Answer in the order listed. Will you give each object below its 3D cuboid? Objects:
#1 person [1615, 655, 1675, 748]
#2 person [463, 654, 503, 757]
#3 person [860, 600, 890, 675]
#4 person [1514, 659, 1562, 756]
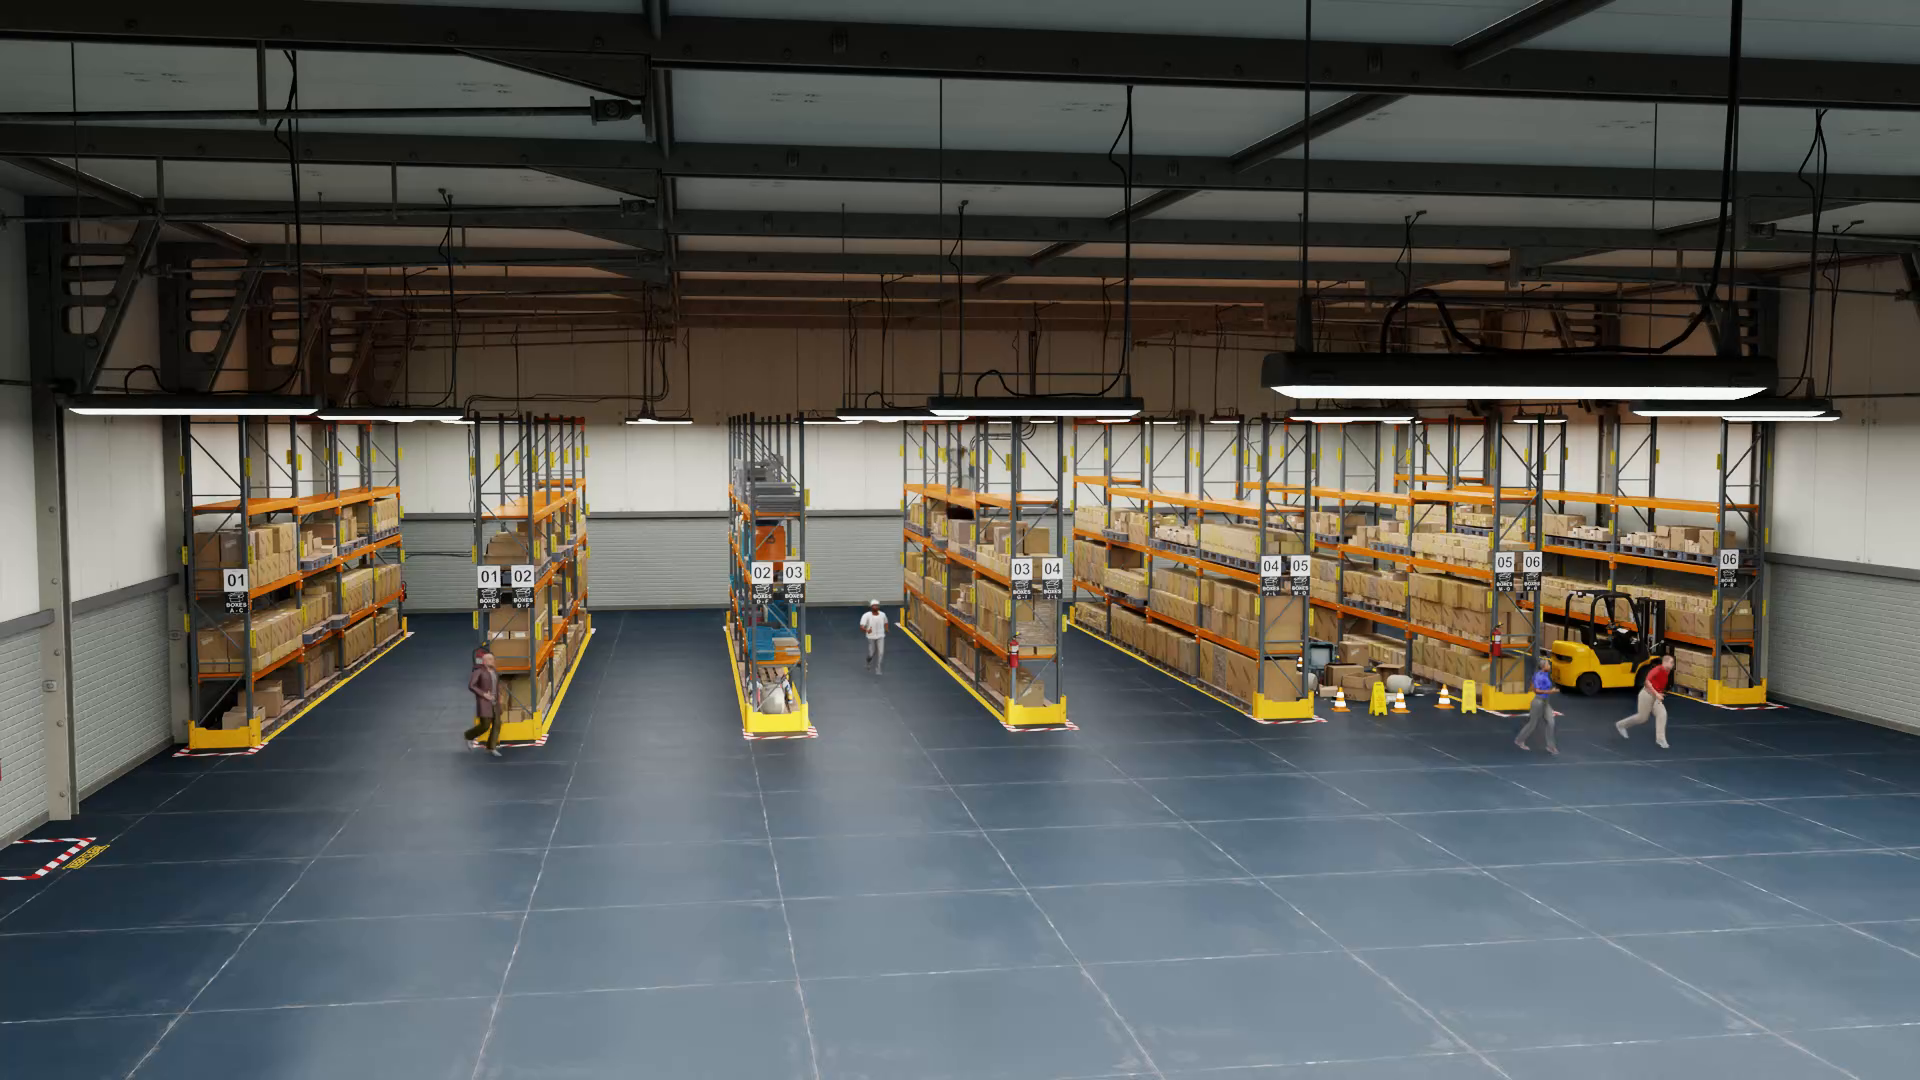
[{"bbox_3d":[12.358,2.885,29.975,1.009,1.692,0.693,3,5,39],"label":"person"},{"bbox_3d":[-8.288,2.883,29.133,0.822,1.782,0.730,2,4,28],"label":"person"},{"bbox_3d":[-1.955,2.248,38.427,0.714,1.733,0.791,-1,4,-17],"label":"person"},{"bbox_3d":[10.113,2.931,29.093,0.816,1.694,0.555,3,5,37],"label":"person"}]
